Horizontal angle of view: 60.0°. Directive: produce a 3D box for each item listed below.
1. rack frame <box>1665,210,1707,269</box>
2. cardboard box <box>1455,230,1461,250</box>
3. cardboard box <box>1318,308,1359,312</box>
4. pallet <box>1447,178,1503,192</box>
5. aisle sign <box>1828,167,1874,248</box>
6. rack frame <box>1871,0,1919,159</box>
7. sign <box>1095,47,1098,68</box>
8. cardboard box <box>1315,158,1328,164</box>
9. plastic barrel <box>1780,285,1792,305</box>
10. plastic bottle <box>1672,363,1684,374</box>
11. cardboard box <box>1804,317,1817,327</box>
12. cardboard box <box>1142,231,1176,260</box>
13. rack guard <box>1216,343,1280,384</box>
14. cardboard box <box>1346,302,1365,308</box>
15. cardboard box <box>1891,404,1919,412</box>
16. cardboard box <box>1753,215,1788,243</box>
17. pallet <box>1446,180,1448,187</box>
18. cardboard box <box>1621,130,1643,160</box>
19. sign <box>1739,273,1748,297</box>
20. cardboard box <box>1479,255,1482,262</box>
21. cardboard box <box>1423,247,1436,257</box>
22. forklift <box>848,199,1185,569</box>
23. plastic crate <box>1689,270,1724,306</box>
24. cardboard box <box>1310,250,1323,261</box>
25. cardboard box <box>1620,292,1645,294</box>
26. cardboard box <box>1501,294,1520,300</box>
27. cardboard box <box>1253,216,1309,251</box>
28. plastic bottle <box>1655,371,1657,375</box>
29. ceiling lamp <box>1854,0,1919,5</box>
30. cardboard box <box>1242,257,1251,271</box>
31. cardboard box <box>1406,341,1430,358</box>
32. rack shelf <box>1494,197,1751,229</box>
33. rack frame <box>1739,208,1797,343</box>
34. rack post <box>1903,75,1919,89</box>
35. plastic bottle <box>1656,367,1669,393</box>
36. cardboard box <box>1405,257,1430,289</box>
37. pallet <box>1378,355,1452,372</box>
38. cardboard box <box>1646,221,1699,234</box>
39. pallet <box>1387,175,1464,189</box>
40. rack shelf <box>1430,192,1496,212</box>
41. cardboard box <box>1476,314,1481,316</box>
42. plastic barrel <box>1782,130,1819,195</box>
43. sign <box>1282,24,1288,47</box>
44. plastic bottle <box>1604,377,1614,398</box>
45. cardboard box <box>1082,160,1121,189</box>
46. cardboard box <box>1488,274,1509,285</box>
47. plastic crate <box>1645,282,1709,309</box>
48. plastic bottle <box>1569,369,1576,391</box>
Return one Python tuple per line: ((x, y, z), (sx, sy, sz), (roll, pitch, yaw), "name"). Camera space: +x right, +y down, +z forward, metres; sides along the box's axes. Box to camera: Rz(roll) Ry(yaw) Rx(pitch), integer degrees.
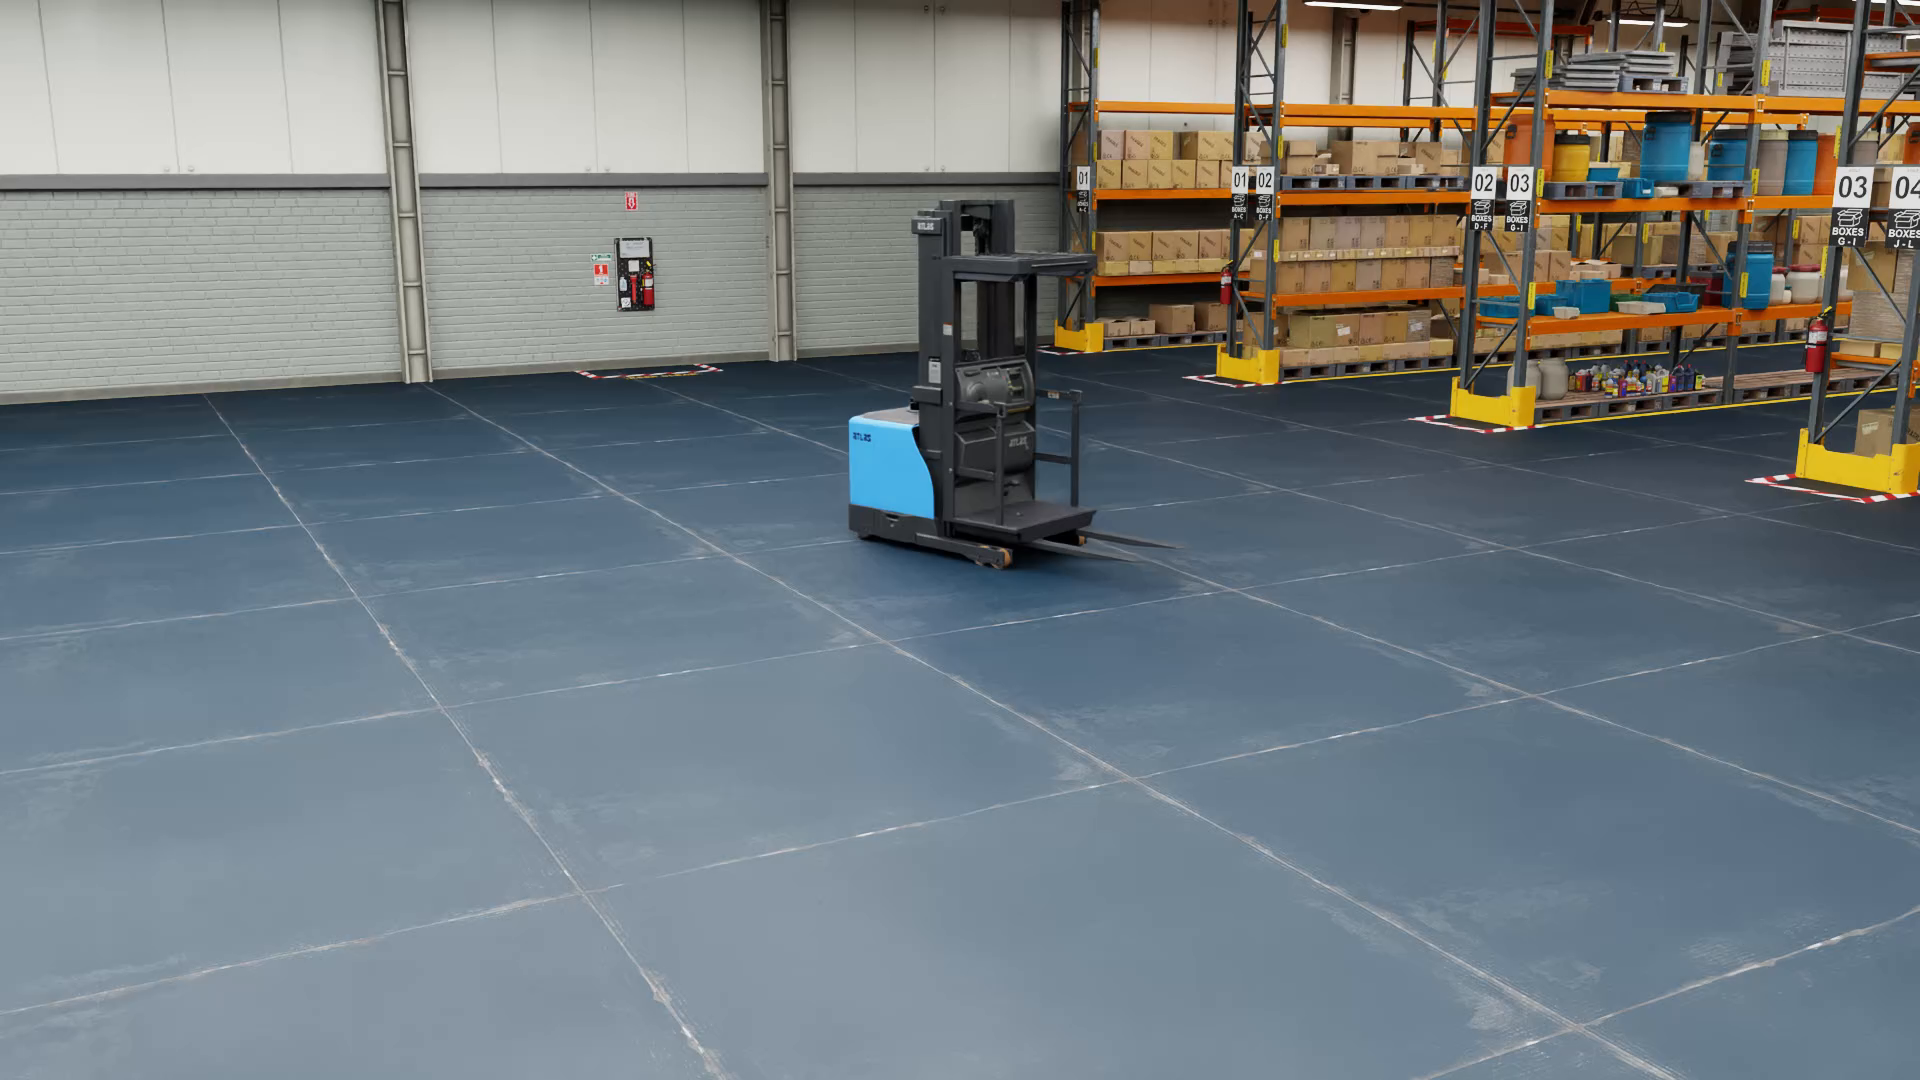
((16.110, -6.585, 37.039), (0.127, 3.000, 1.000), (-7, 14, -28), "rack frame")
((9.637, -5.949, 33.262), (0.500, 0.500, 0.500), (-6, 14, -26), "cardboard box")
((6.082, -3.451, 26.711), (0.500, 0.500, 0.500), (-7, 14, -28), "cardboard box")
((8.722, -5.834, 27.305), (1.217, 0.209, 0.805), (-8, 15, -30), "pallet")
((8.988, -3.358, 16.777), (0.004, 0.787, 0.394), (-7, 14, -28), "aisle sign")
((13.835, -6.761, 24.157), (0.127, 3.000, 1.000), (-7, 14, -28), "rack frame")
((2.326, -8.219, 28.325), (0.005, 0.325, 0.100), (-7, 14, -28), "sign")
((5.328, -5.783, 25.709), (0.500, 0.250, 0.500), (-7, 14, -28), "cardboard box")
((11.560, -3.456, 23.449), (0.301, 0.262, 0.301), (0, 13, 0), "plastic barrel")
((9.828, -2.241, 22.764), (0.185, 0.351, 0.144), (-7, 14, -28), "plastic bottle")
((16.203, -4.138, 31.616), (0.250, 0.166, 0.380), (-7, 14, -28), "cardboard box")
((3.525, -5.300, 29.916), (0.500, 0.500, 0.500), (-7, 15, -30), "cardboard box")
((4.422, -2.726, 25.583), (0.348, 0.500, 1.175), (-7, 14, -28), "rack guard")
((7.551, -4.564, 32.747), (0.500, 0.500, 0.700), (-7, 14, -28), "cardboard box")
((10.251, -1.156, 17.650), (0.500, 0.500, 0.500), (-3, 13, -13), "cardboard box")
((15.296, -5.850, 31.266), (0.500, 0.500, 0.500), (-7, 14, -28), "cardboard box")
((9.628, -7.193, 33.337), (1.003, 0.211, 1.213), (-6, 14, -25), "pallet")
((11.851, -6.834, 28.808), (0.500, 0.500, 0.500), (-7, 14, -28), "cardboard box")
((10.578, -3.442, 22.439), (0.005, 0.325, 0.100), (-7, 14, -28), "sign")
((10.373, -5.737, 33.794), (0.250, 0.149, 0.380), (-6, 14, -27), "cardboard box")
((7.372, -4.610, 26.558), (0.250, 0.149, 0.380), (-7, 15, -30), "cardboard box")
((0.453, -1.323, 13.810), (3.031, 2.935, 1.130), (11, 17, 40), "forklift")
((10.603, -3.555, 23.427), (0.583, 0.464, 0.402), (-7, 14, -28), "plastic crate")
((5.341, -4.367, 25.478), (0.250, 0.149, 0.380), (-7, 14, -28), "cardboard box")
((12.221, -4.301, 29.871), (0.500, 0.250, 0.500), (-6, 14, -26), "cardboard box")
((11.312, -5.133, 34.526), (0.750, 0.750, 0.750), (-6, 14, -26), "cardboard box")
((4.906, -4.682, 25.398), (0.500, 0.500, 0.700), (-7, 14, -28), "cardboard box")
((9.745, -2.303, 23.384), (0.097, 0.201, 0.097), (0, 13, 0), "plastic bottle")
((15.414, -8.891, 27.485), (1.941, 0.041, 0.237), (-7, 14, -28), "ceiling lamp")
((5.307, -5.151, 30.963), (0.500, 0.250, 0.500), (-7, 14, -28), "cardboard box")
((7.208, -3.091, 26.816), (0.500, 0.250, 0.500), (-7, 14, -28), "cardboard box")
((8.569, -4.316, 21.761), (4.000, 0.370, 1.077), (-7, 14, -28), "rack shelf")
((14.976, -5.210, 30.929), (0.127, 3.000, 1.000), (-7, 14, -28), "rack frame")
((14.452, -6.809, 24.539), (0.937, 0.300, 0.954), (-7, 14, -28), "rack post")
((9.445, -2.159, 22.400), (0.185, 0.351, 0.144), (-7, 14, -28), "plastic bottle")
((7.108, -4.313, 26.714), (0.500, 0.500, 0.700), (-7, 14, -28), "cardboard box")
((7.236, -2.933, 27.160), (1.213, 0.211, 1.003), (-7, 14, -28), "pallet")
((15.667, -6.676, 36.759), (0.700, 0.700, 0.980), (-6, 14, -25), "cardboard box")
((7.218, -5.694, 26.449), (1.213, 0.211, 1.003), (-7, 14, -28), "pallet")
((9.710, -5.692, 27.874), (4.000, 0.370, 1.077), (-7, 14, -28), "rack shelf")
((9.065, -3.712, 28.298), (0.500, 0.311, 0.500), (-7, 14, -28), "cardboard box")
((11.815, -5.355, 23.597), (0.708, 0.901, 0.600), (-7, 14, -28), "plastic barrel")
((4.704, -7.300, 24.063), (0.005, 0.325, 0.100), (-7, 14, -28), "sign")
((8.554, -2.007, 21.908), (0.097, 0.271, 0.097), (0, 13, 0), "plastic bottle")
((2.480, -6.411, 29.160), (0.500, 0.500, 0.500), (-6, 14, -26), "cardboard box")
((8.830, -4.300, 27.456), (0.250, 0.149, 0.380), (-7, 14, -28), "cardboard box")
((9.804, -3.353, 22.817), (0.504, 0.338, 0.767), (-7, 14, -28), "plastic crate")
((8.309, -2.176, 22.630), (0.133, 0.283, 0.061), (-6, 14, -26), "plastic bottle")
